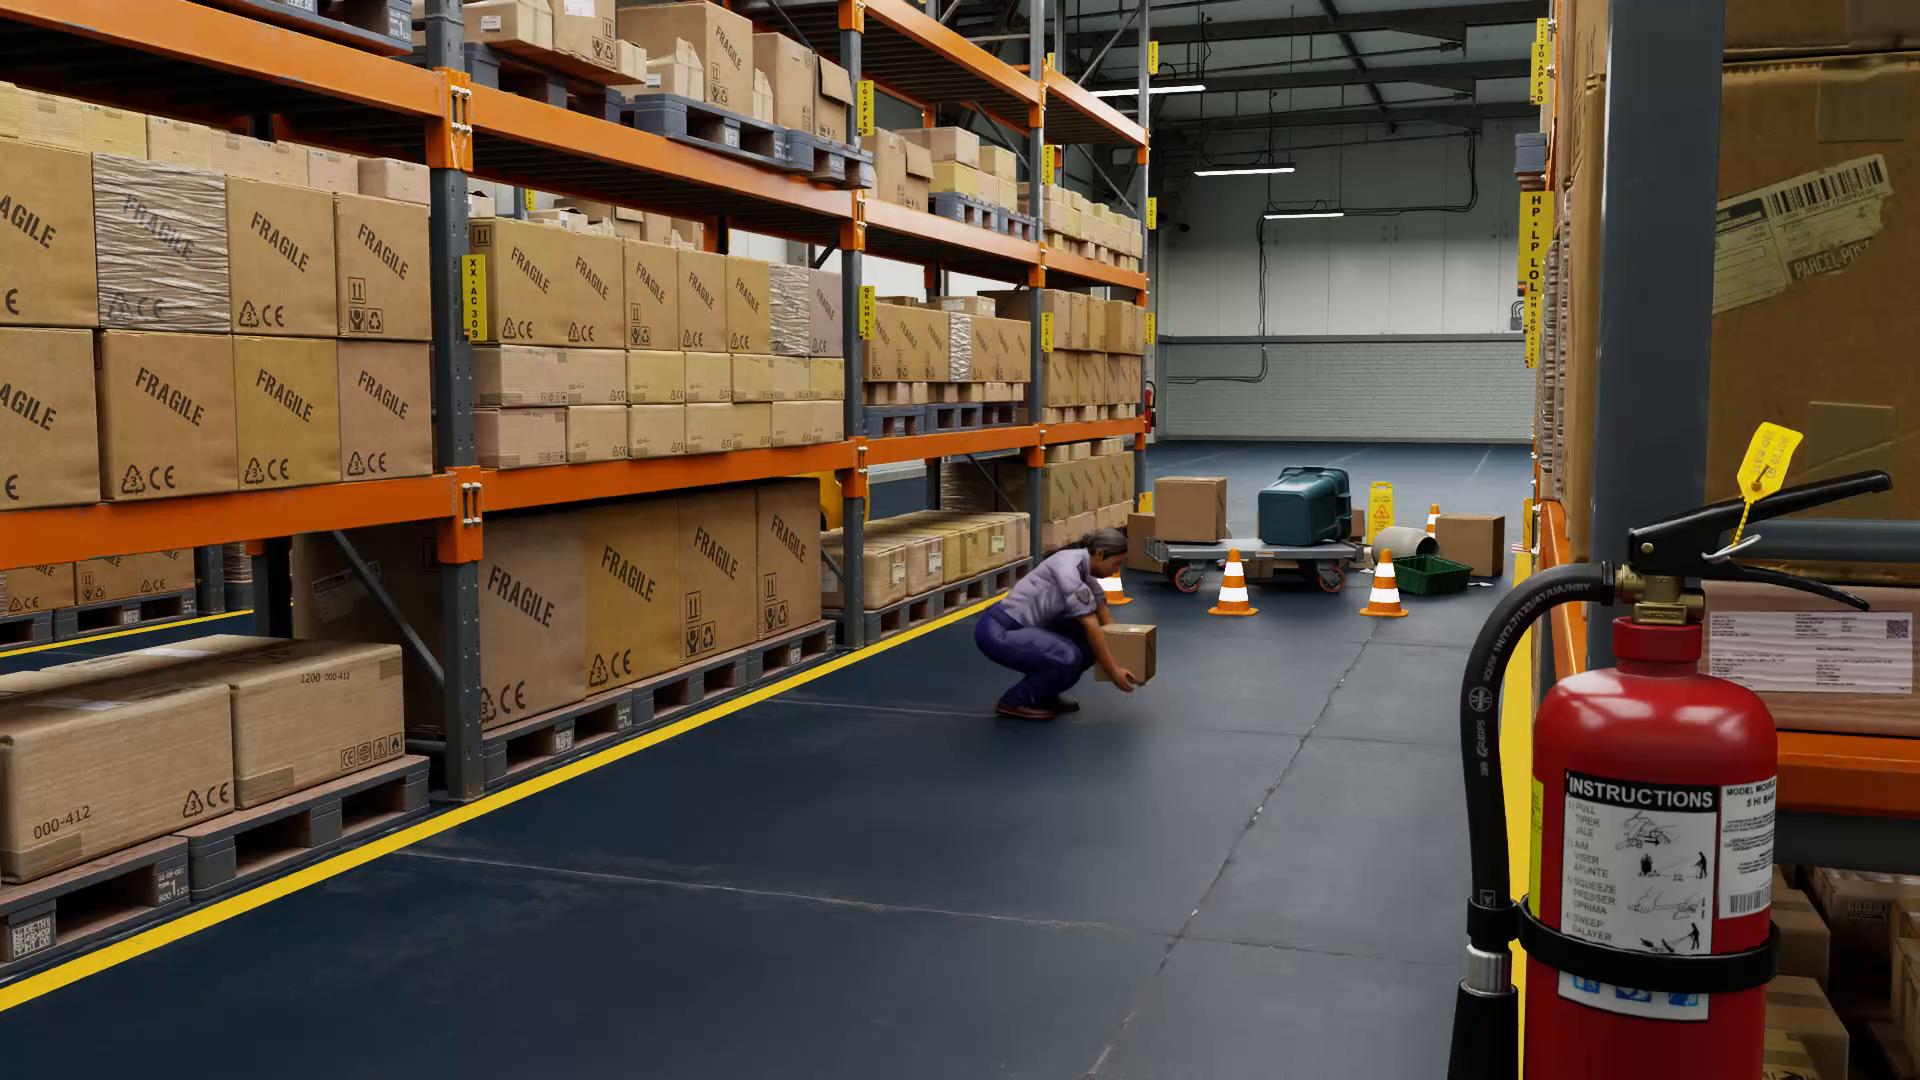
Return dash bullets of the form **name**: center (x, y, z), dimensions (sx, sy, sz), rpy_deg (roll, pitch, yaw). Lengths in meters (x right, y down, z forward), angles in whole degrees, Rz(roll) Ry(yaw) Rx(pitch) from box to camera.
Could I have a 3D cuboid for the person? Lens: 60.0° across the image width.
- **person**: center (0.501, 0.413, 8.279), dimensions (0.837, 0.944, 0.505), rpy_deg (2, 6, 17)
